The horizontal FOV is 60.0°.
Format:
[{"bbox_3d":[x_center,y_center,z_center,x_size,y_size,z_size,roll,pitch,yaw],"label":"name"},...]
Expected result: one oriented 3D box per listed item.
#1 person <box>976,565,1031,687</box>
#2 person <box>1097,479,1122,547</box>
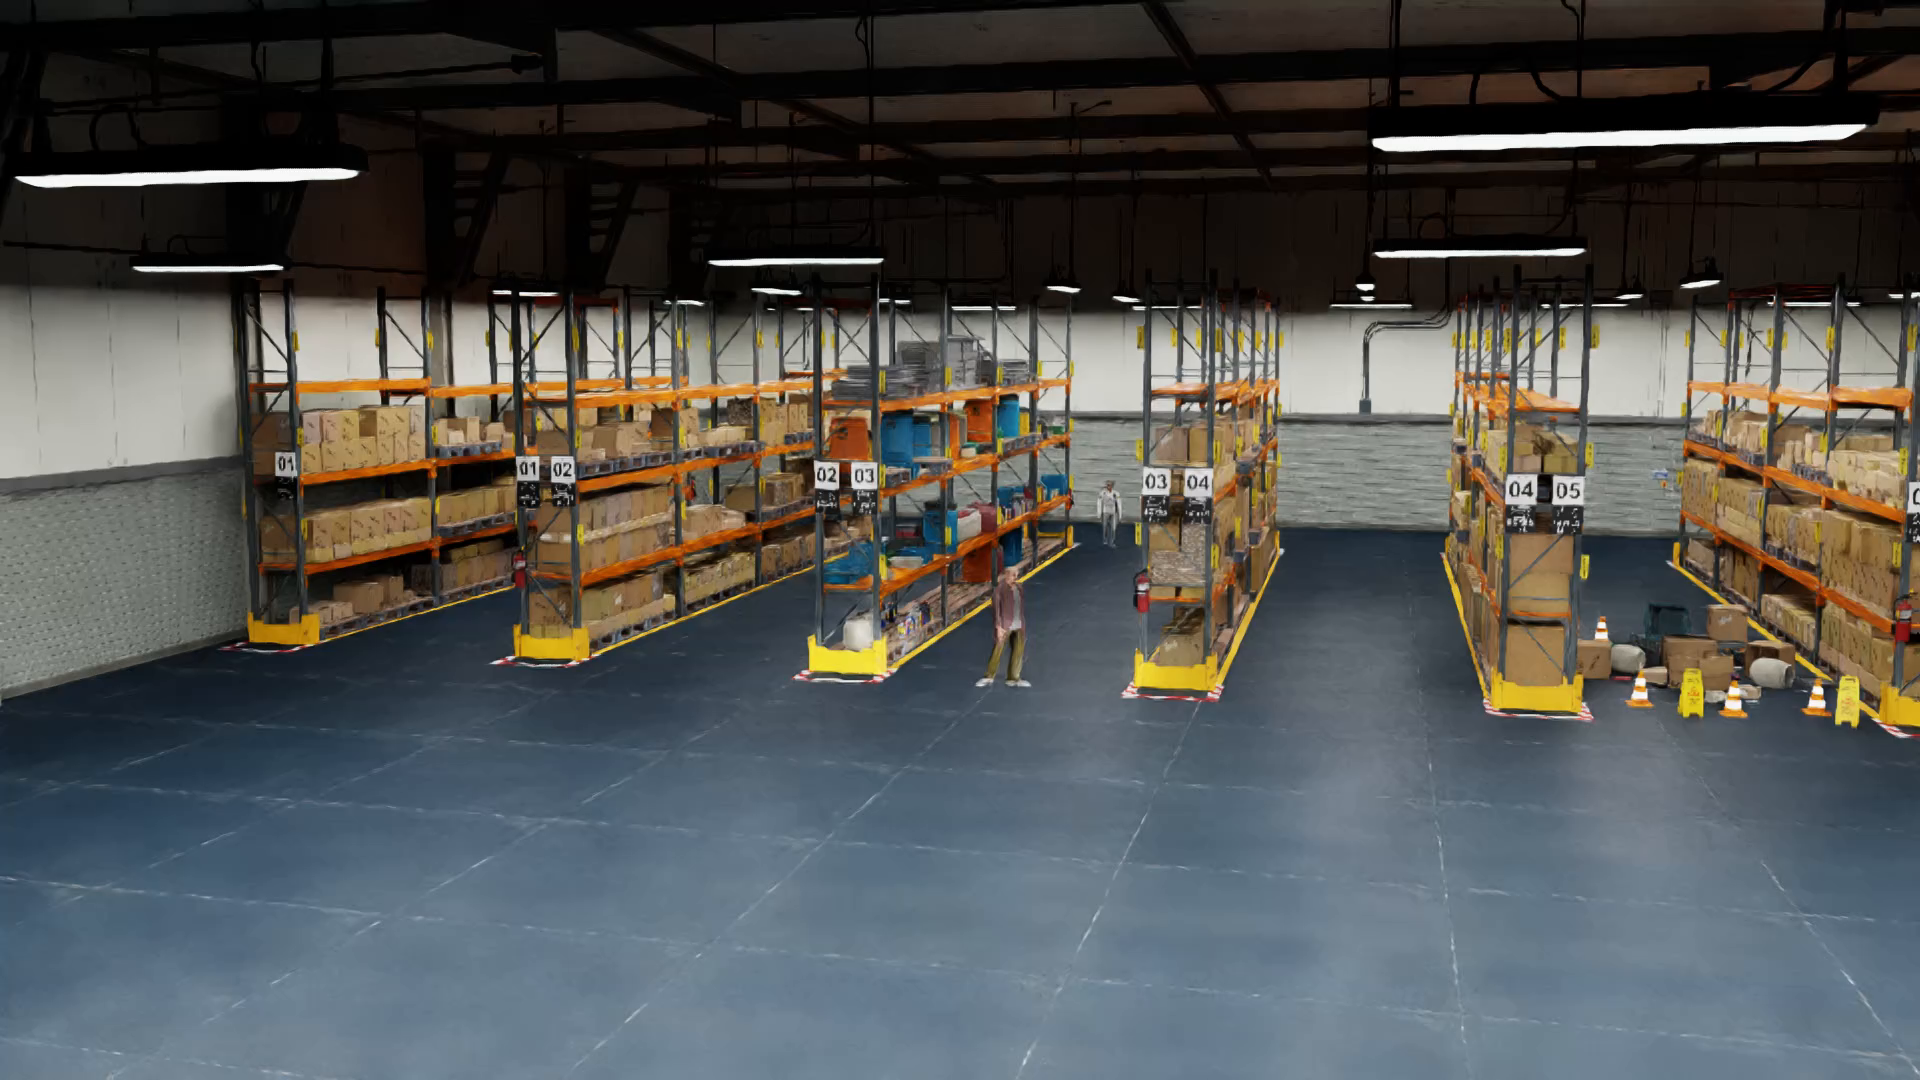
[{"bbox_3d":[0.668,1.246,24.060,0.645,1.776,0.504,-4,8,-31],"label":"person"},{"bbox_3d":[3.661,-0.685,40.682,0.618,1.646,0.659,1,7,4],"label":"person"}]
